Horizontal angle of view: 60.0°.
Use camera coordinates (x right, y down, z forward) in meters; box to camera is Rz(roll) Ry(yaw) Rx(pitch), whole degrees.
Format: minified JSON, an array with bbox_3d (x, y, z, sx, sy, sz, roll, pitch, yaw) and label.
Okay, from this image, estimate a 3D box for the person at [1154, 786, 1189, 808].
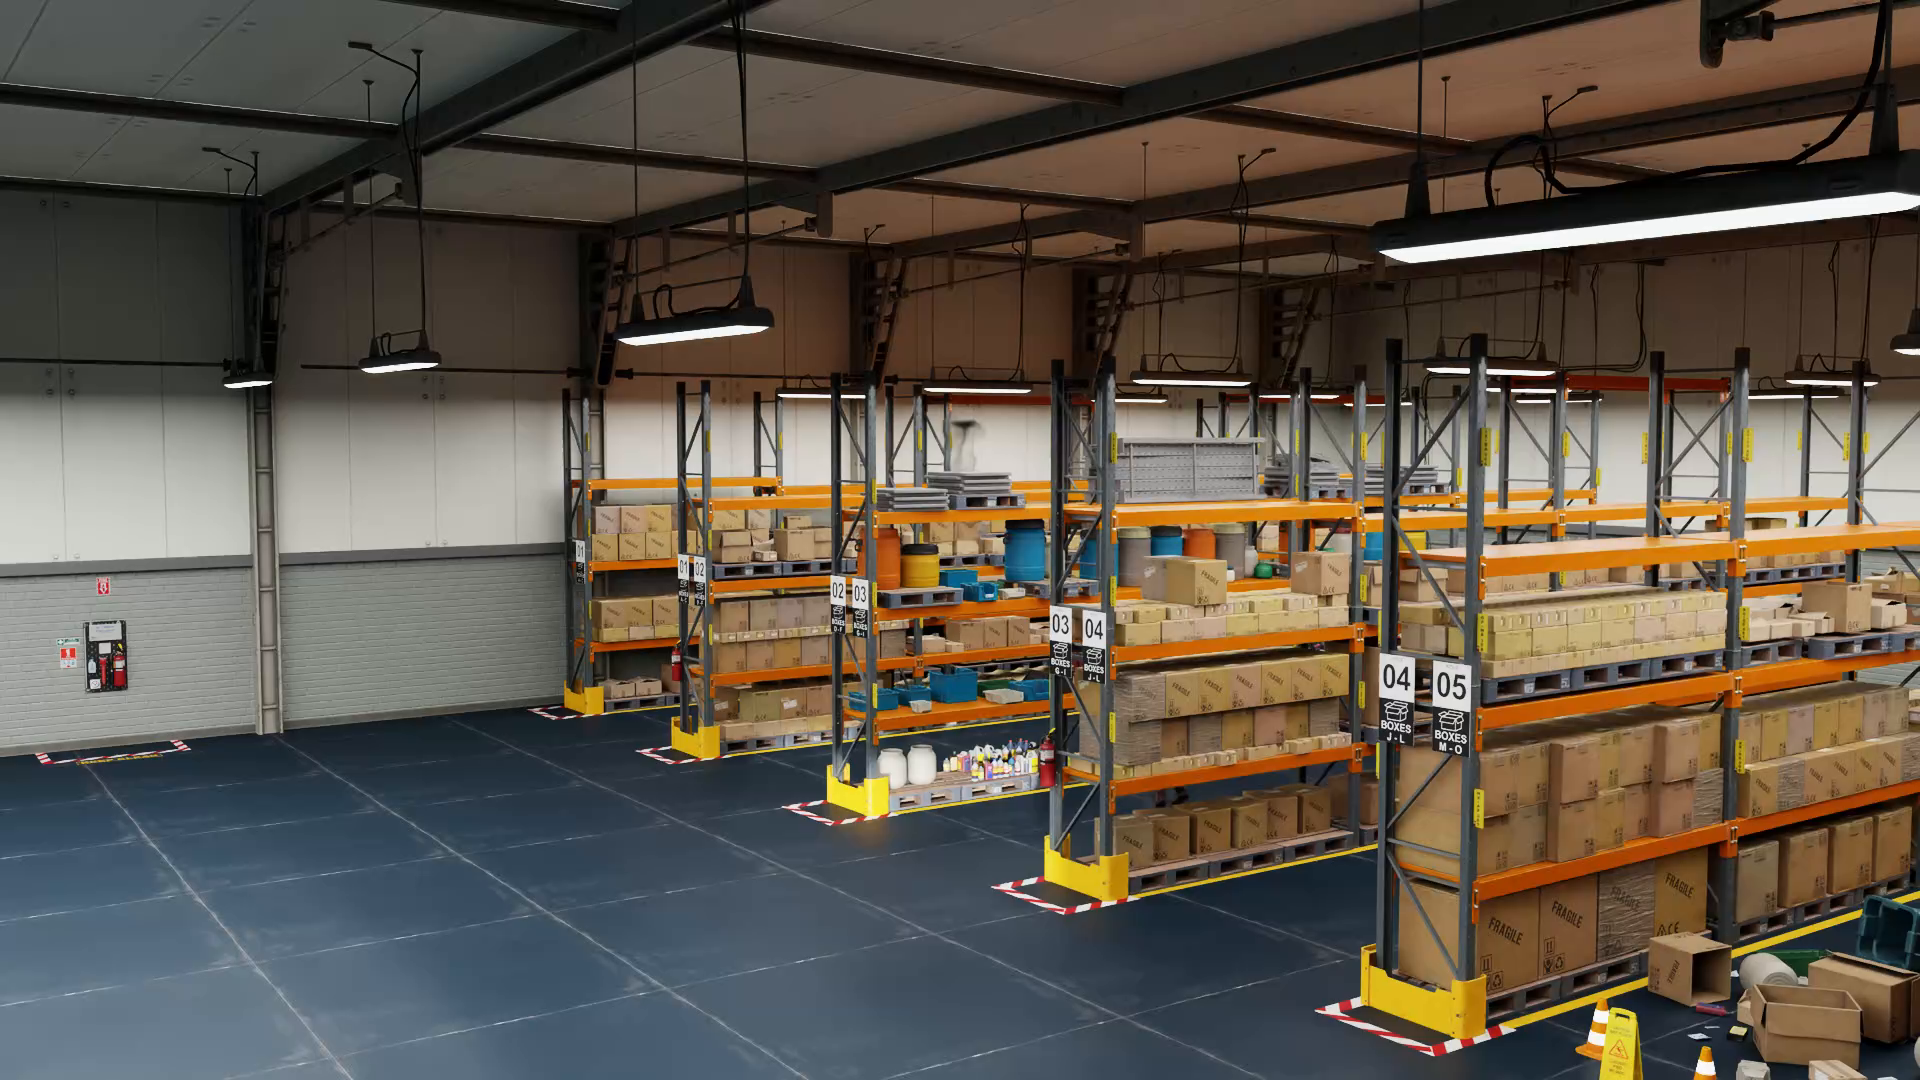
[{"bbox_3d":[2.847,2.863,22.615,0.679,1.763,0.851,4,5,44],"label":"person"}]
